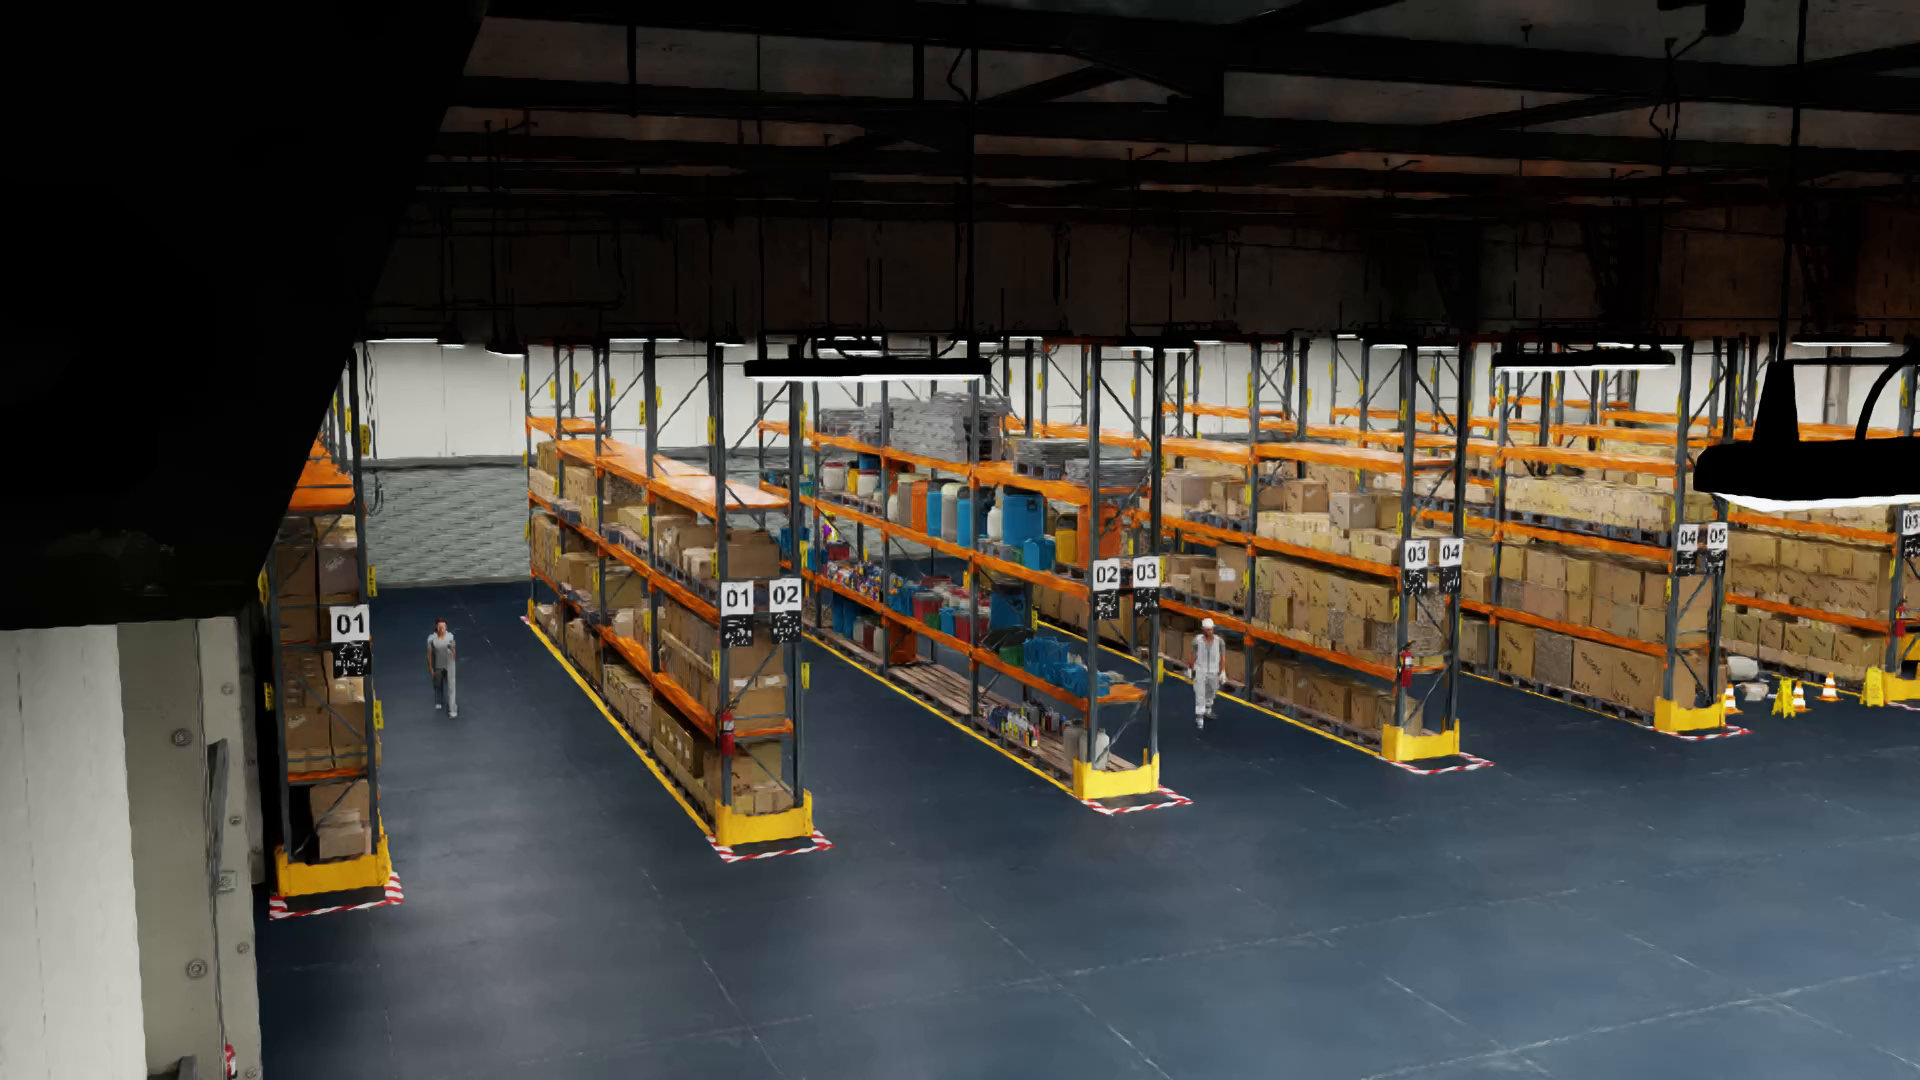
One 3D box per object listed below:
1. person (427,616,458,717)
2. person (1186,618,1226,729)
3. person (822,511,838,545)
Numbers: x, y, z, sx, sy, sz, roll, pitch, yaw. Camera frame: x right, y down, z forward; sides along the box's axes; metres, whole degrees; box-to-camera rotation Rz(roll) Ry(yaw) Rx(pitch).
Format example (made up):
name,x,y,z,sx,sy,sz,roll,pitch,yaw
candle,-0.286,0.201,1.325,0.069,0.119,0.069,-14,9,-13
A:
name,x,y,z,sx,sy,sz,roll,pitch,yaw
person,-8.279,2.002,26.568,0.446,1.590,1.110,-3,8,-20
person,3.841,2.046,25.888,0.598,1.734,0.988,0,8,-2
person,-3.096,0.129,40.018,0.567,1.755,0.740,2,8,15
